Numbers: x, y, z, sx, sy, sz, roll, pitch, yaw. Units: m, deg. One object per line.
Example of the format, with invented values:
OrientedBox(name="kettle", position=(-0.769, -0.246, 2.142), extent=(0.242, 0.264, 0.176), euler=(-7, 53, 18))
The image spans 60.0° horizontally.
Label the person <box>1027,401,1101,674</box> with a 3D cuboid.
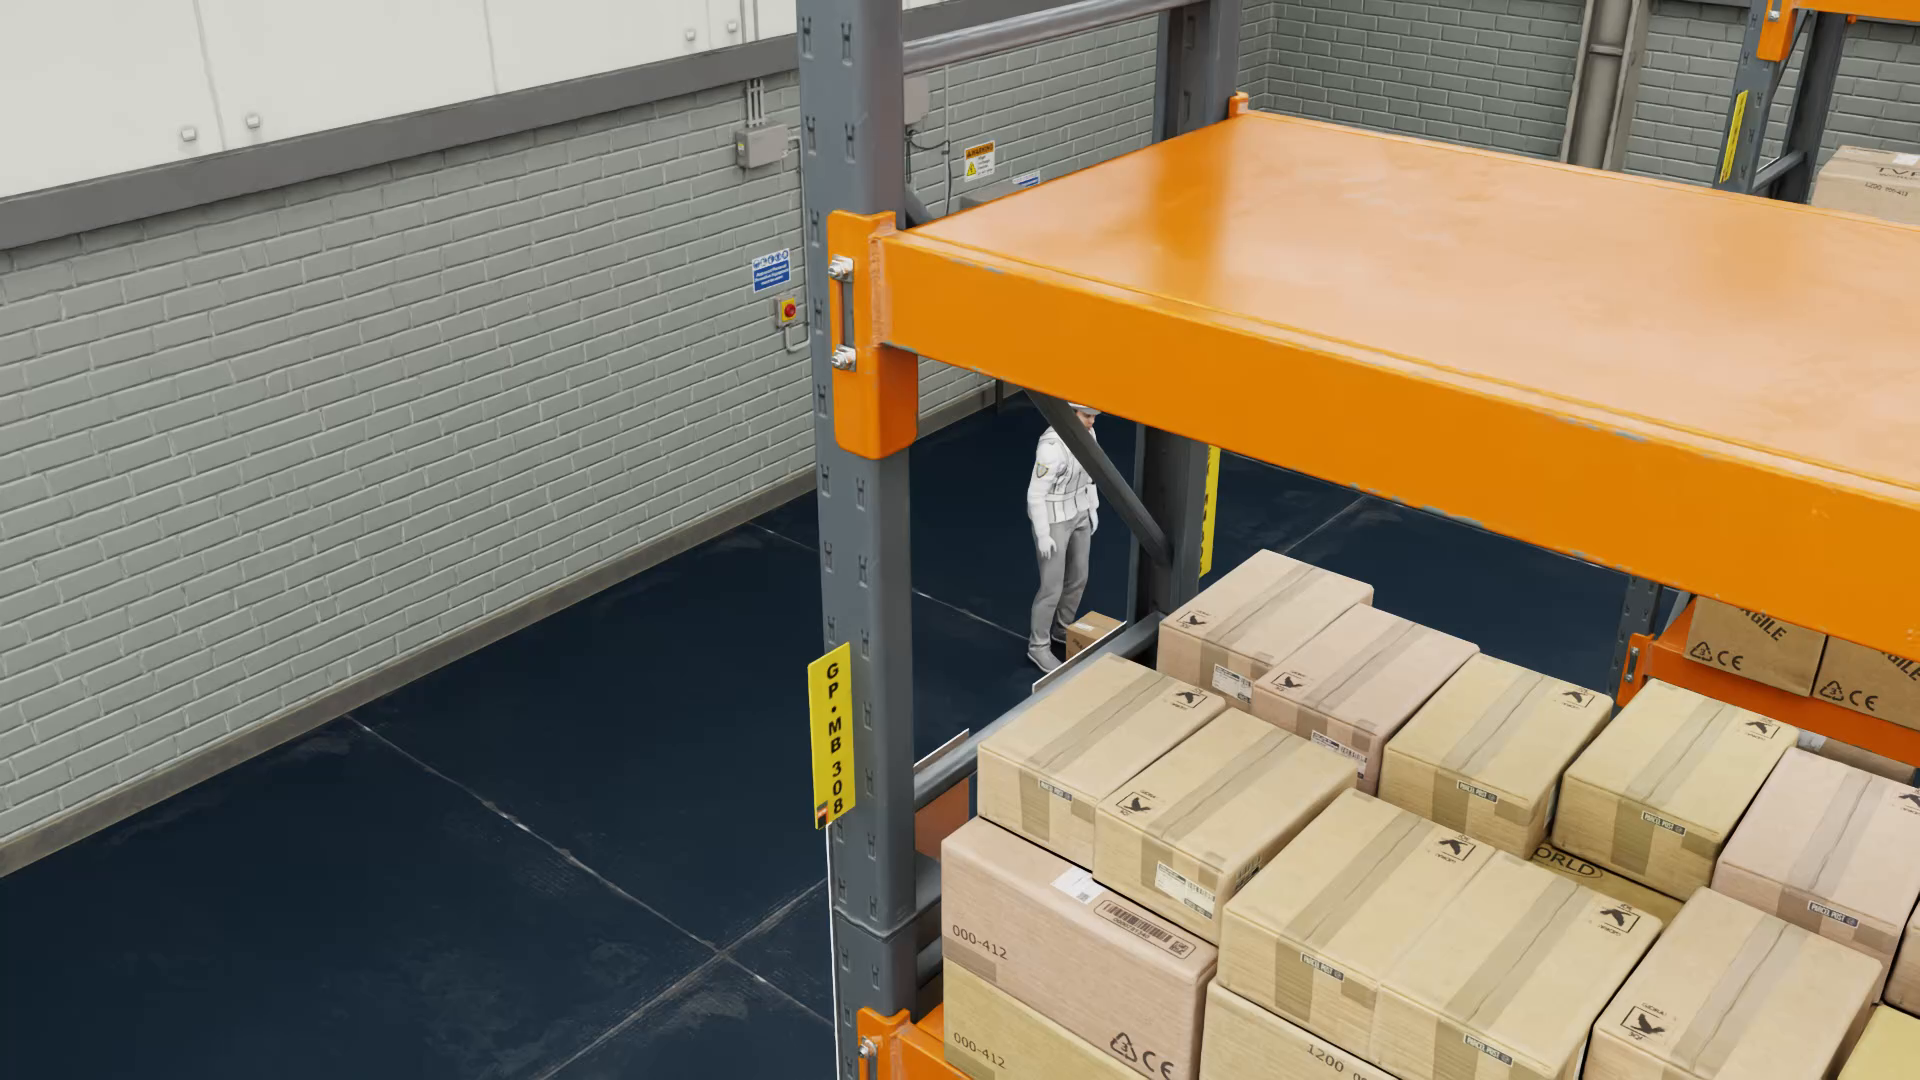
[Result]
OrientedBox(name="person", position=(0.580, -0.098, 9.211), extent=(0.372, 1.663, 0.530), euler=(21, 34, 35))
